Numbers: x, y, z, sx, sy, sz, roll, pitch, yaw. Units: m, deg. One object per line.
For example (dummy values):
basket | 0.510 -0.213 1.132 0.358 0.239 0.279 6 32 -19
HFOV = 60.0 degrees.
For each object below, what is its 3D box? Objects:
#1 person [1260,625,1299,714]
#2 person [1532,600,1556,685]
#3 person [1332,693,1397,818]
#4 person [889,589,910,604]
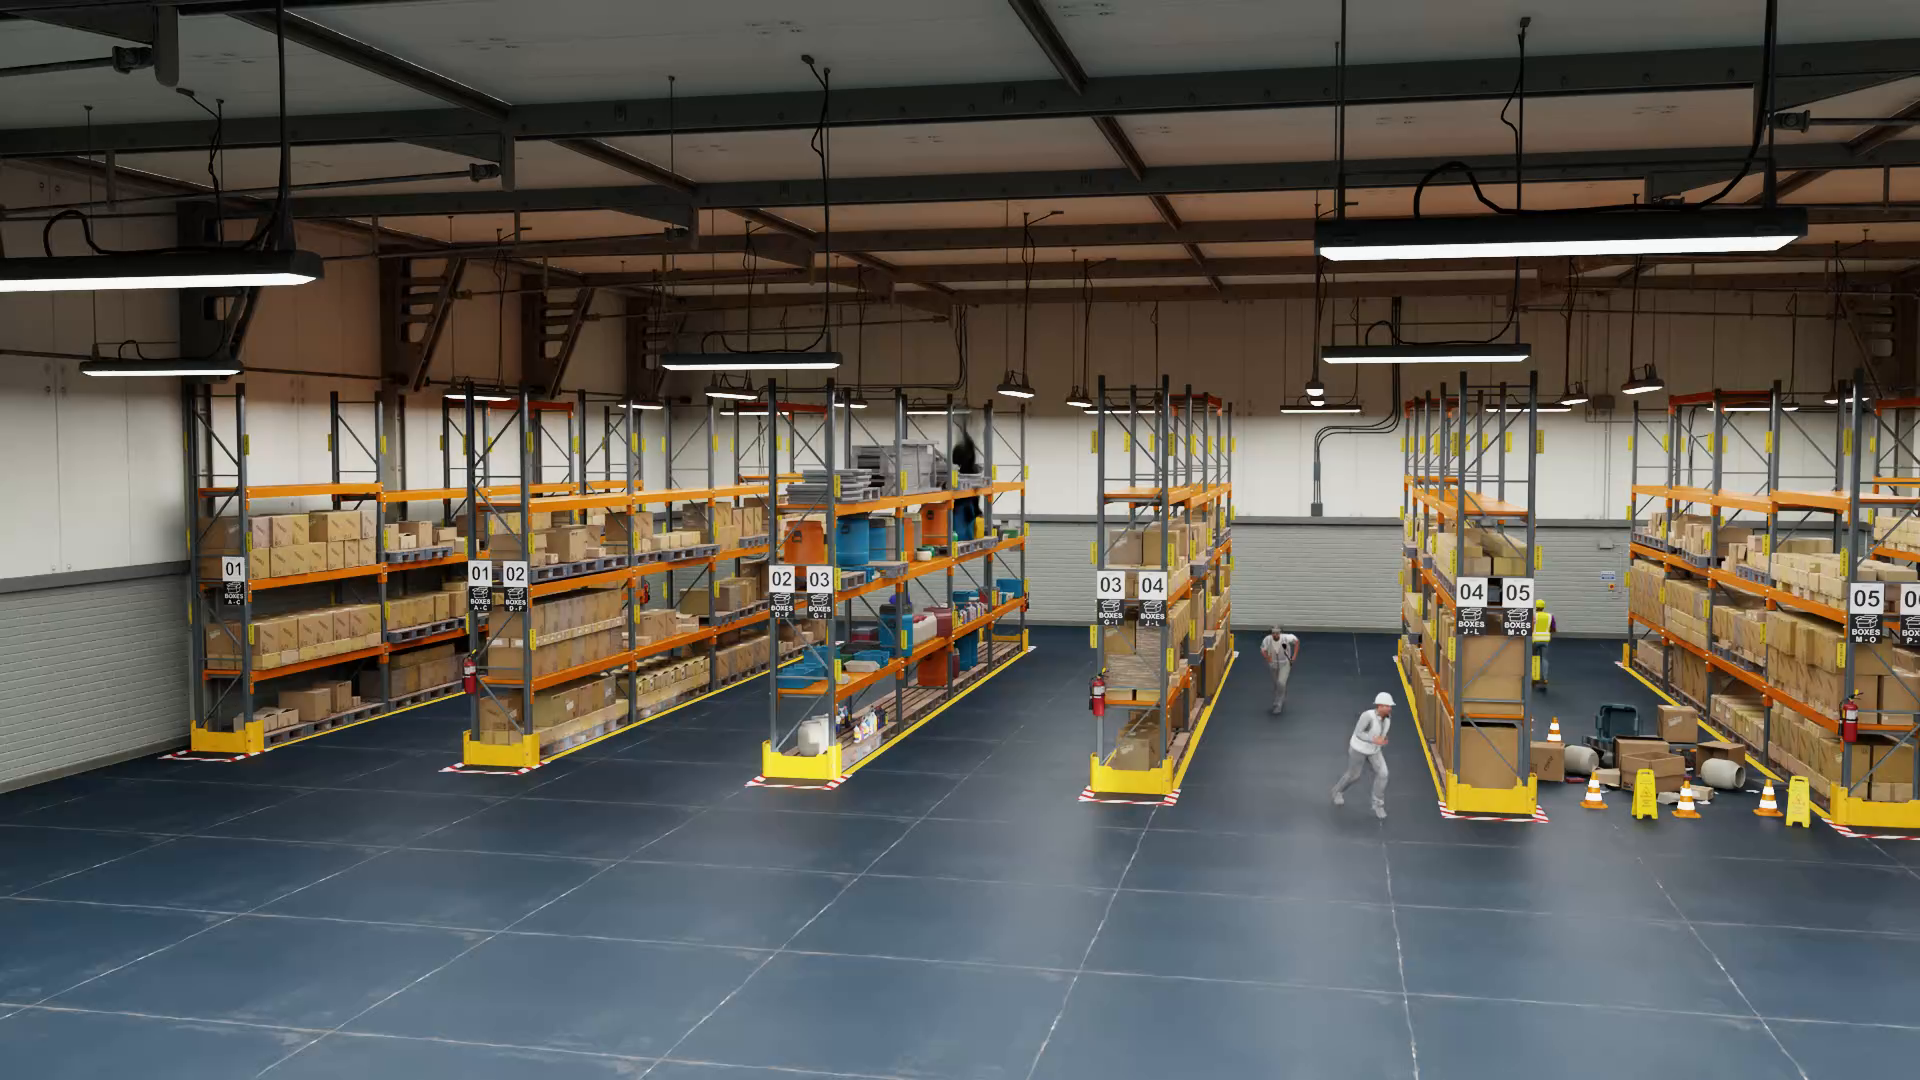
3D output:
person | 6.034 2.412 31.323 0.707 1.720 1.024 1 3 20
person | 12.053 2.150 34.537 0.630 1.811 0.827 1 3 10
person | 5.498 2.895 22.613 0.701 1.731 1.039 -2 4 -36
person | -1.372 1.809 36.872 0.561 1.657 0.573 1 3 14
